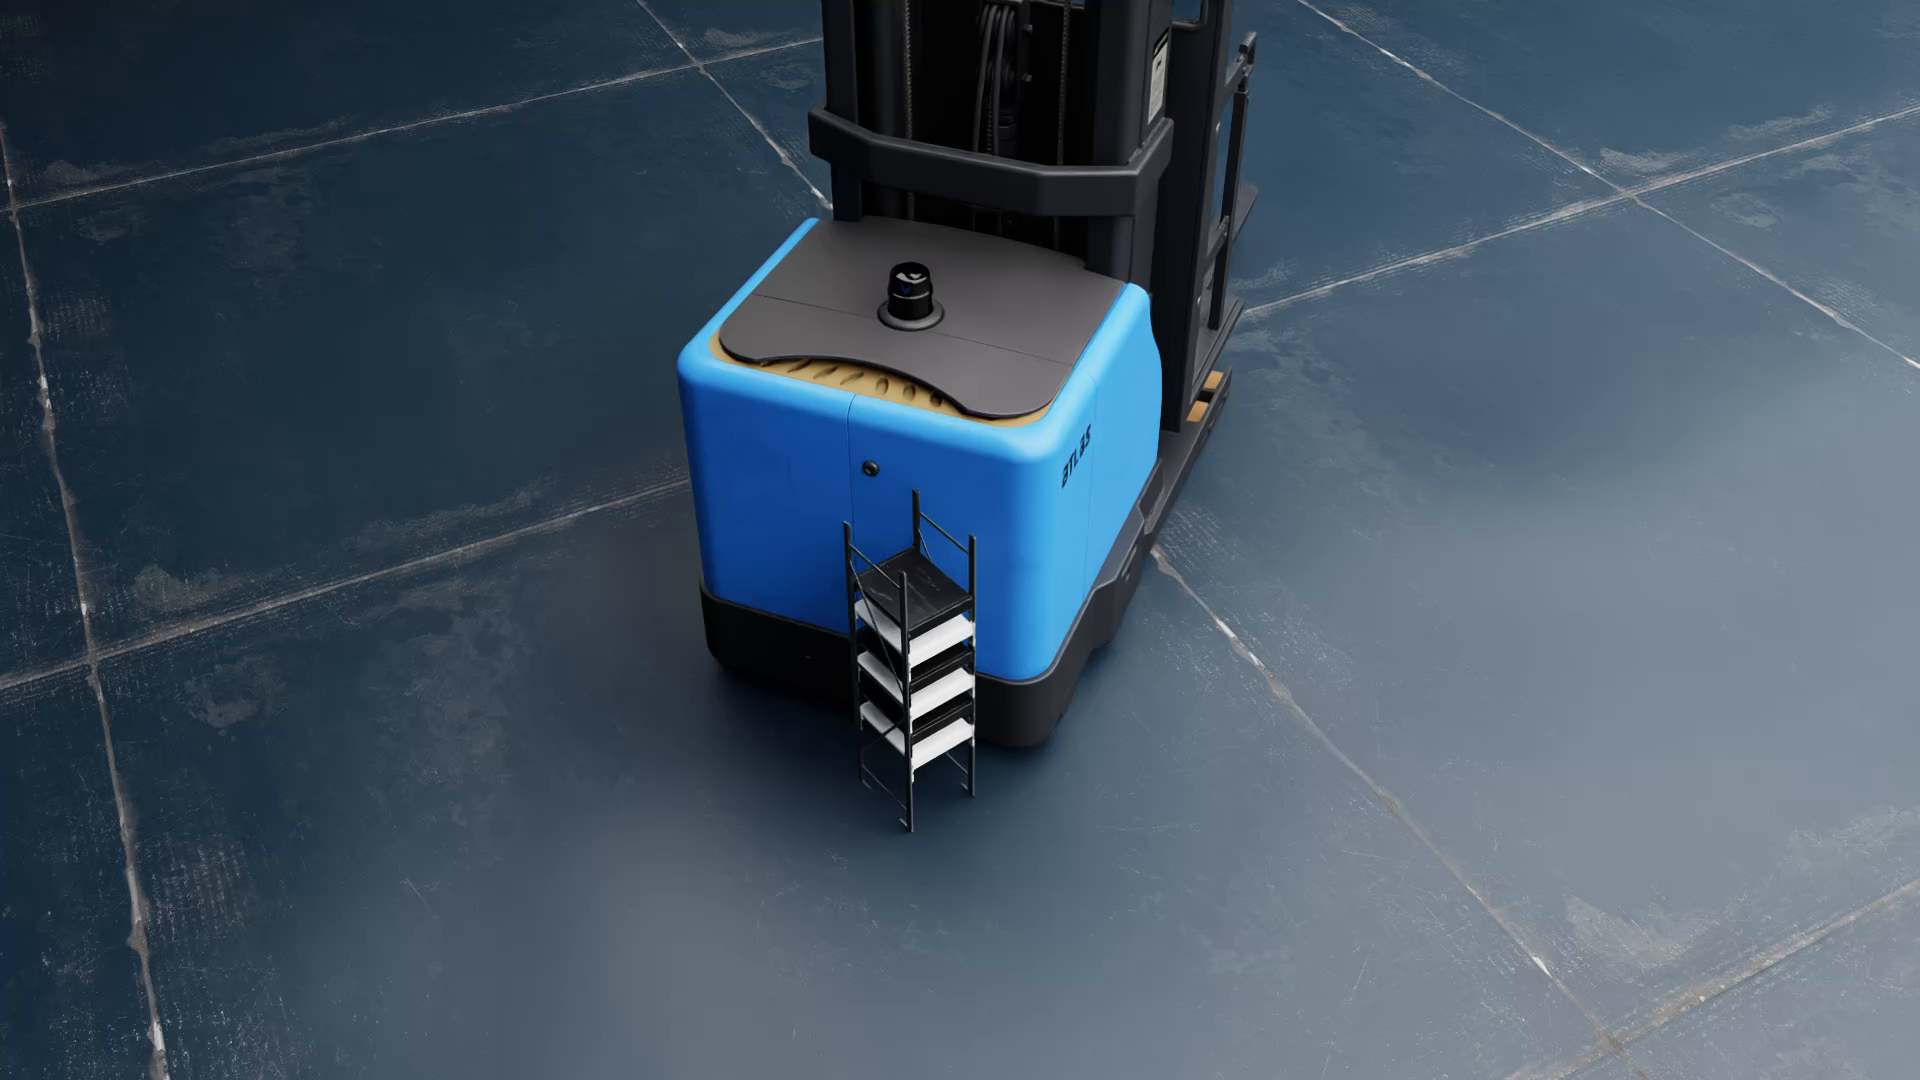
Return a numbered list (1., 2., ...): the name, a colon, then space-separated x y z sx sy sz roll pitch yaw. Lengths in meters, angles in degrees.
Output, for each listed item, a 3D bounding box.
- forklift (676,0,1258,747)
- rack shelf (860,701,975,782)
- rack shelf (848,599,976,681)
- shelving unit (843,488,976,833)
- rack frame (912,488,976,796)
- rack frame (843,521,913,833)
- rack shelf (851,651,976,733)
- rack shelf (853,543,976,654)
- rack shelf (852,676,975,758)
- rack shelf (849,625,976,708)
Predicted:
1. forklift: 0.293 -1.518 4.775 1.130 2.935 3.031 15 42 17
2. rack shelf: -0.119 0.483 4.313 0.200 0.077 0.258 -27 47 -28
3. rack shelf: -0.119 0.208 4.081 0.200 0.077 0.258 -27 47 -28
4. shelving unit: -0.119 0.320 4.176 0.210 0.900 0.258 -27 47 -28
5. rack frame: -0.039 0.279 4.224 0.006 0.900 0.240 -27 47 -28
6. rack frame: -0.198 0.361 4.128 0.006 0.900 0.240 -27 47 -28
7. rack shelf: -0.119 0.345 4.197 0.200 0.077 0.258 -27 47 -28
8. rack shelf: -0.119 0.139 4.023 0.200 0.077 0.258 -27 47 -28
9. rack shelf: -0.119 0.414 4.255 0.200 0.077 0.258 -27 47 -28
10. rack shelf: -0.119 0.277 4.139 0.200 0.077 0.258 -27 47 -28
